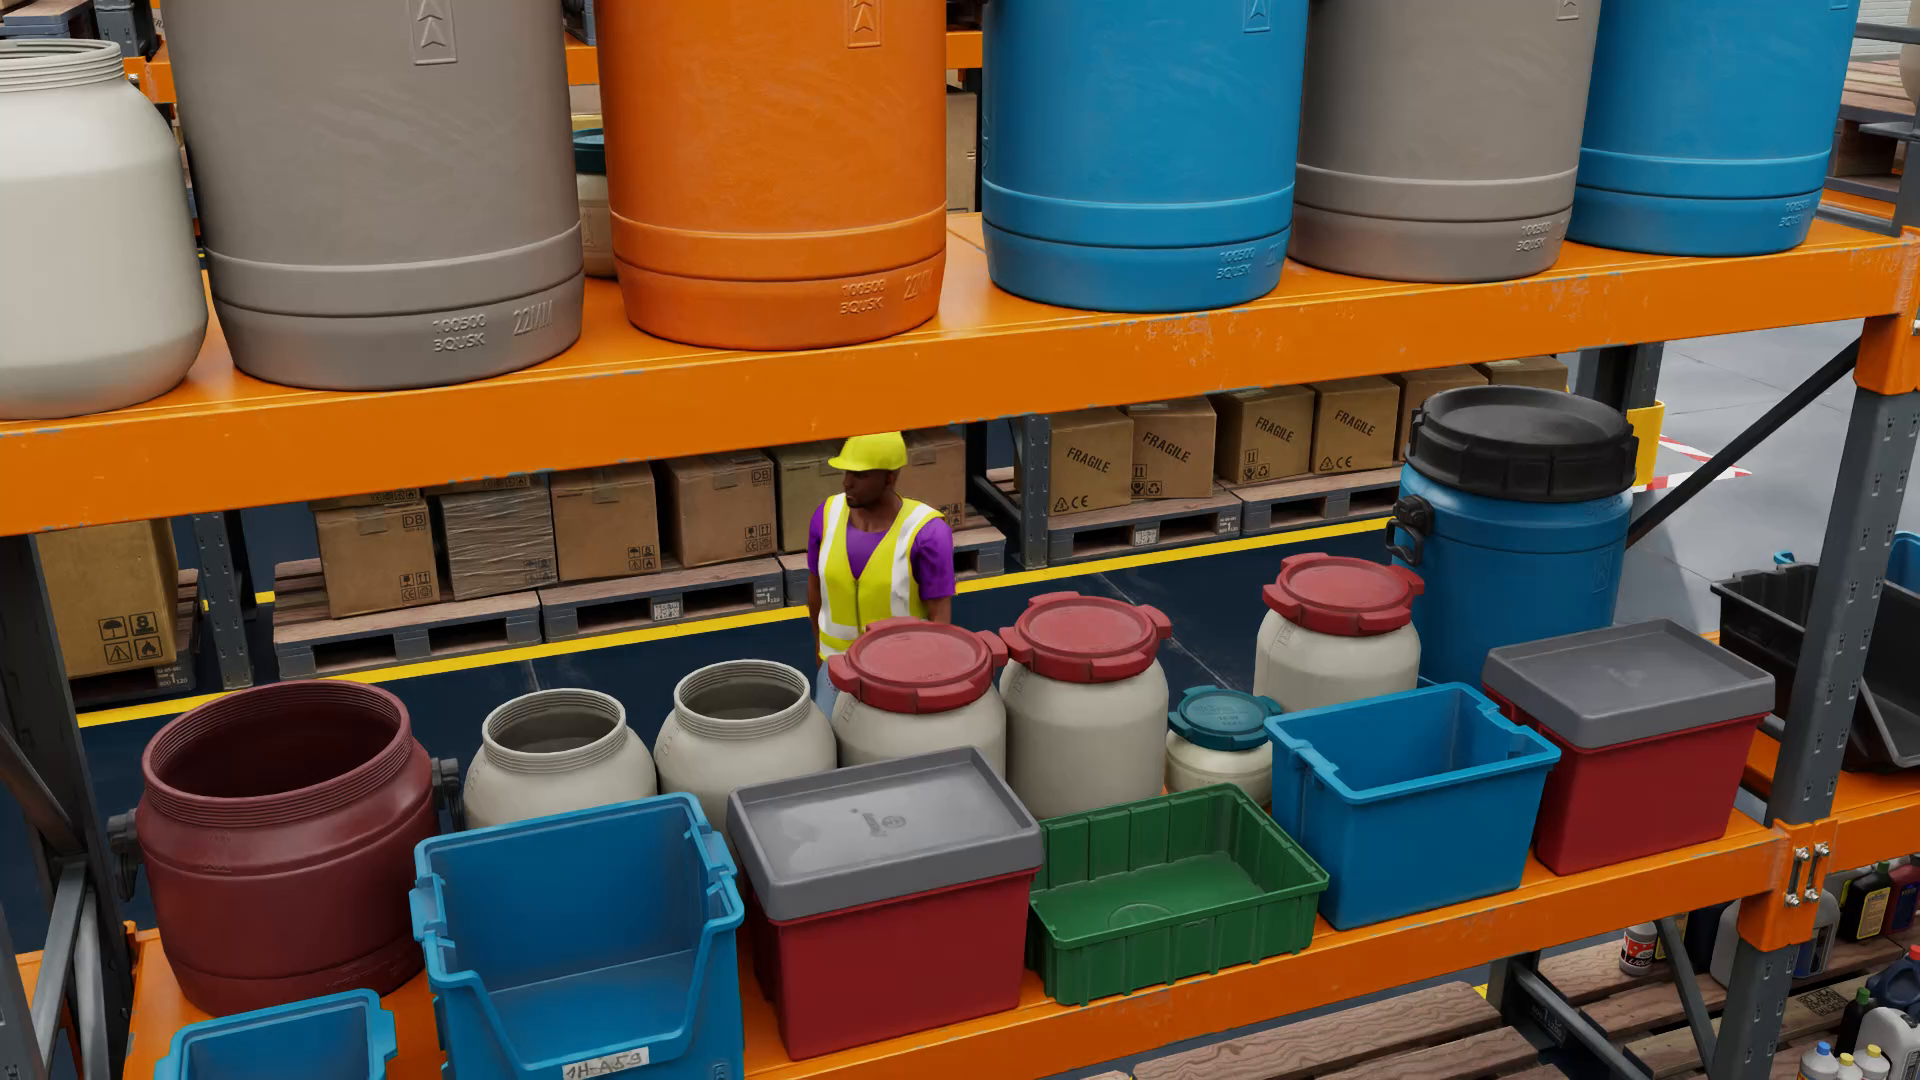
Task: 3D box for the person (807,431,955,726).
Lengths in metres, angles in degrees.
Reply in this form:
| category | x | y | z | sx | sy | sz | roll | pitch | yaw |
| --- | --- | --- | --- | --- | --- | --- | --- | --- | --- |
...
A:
| category | x | y | z | sx | sy | sz | roll | pitch | yaw |
| --- | --- | --- | --- | --- | --- | --- | --- | --- | --- |
| person | -0.308 | 0.492 | 5.934 | 0.589 | 1.850 | 0.529 | 6 | 23 | 14 |
